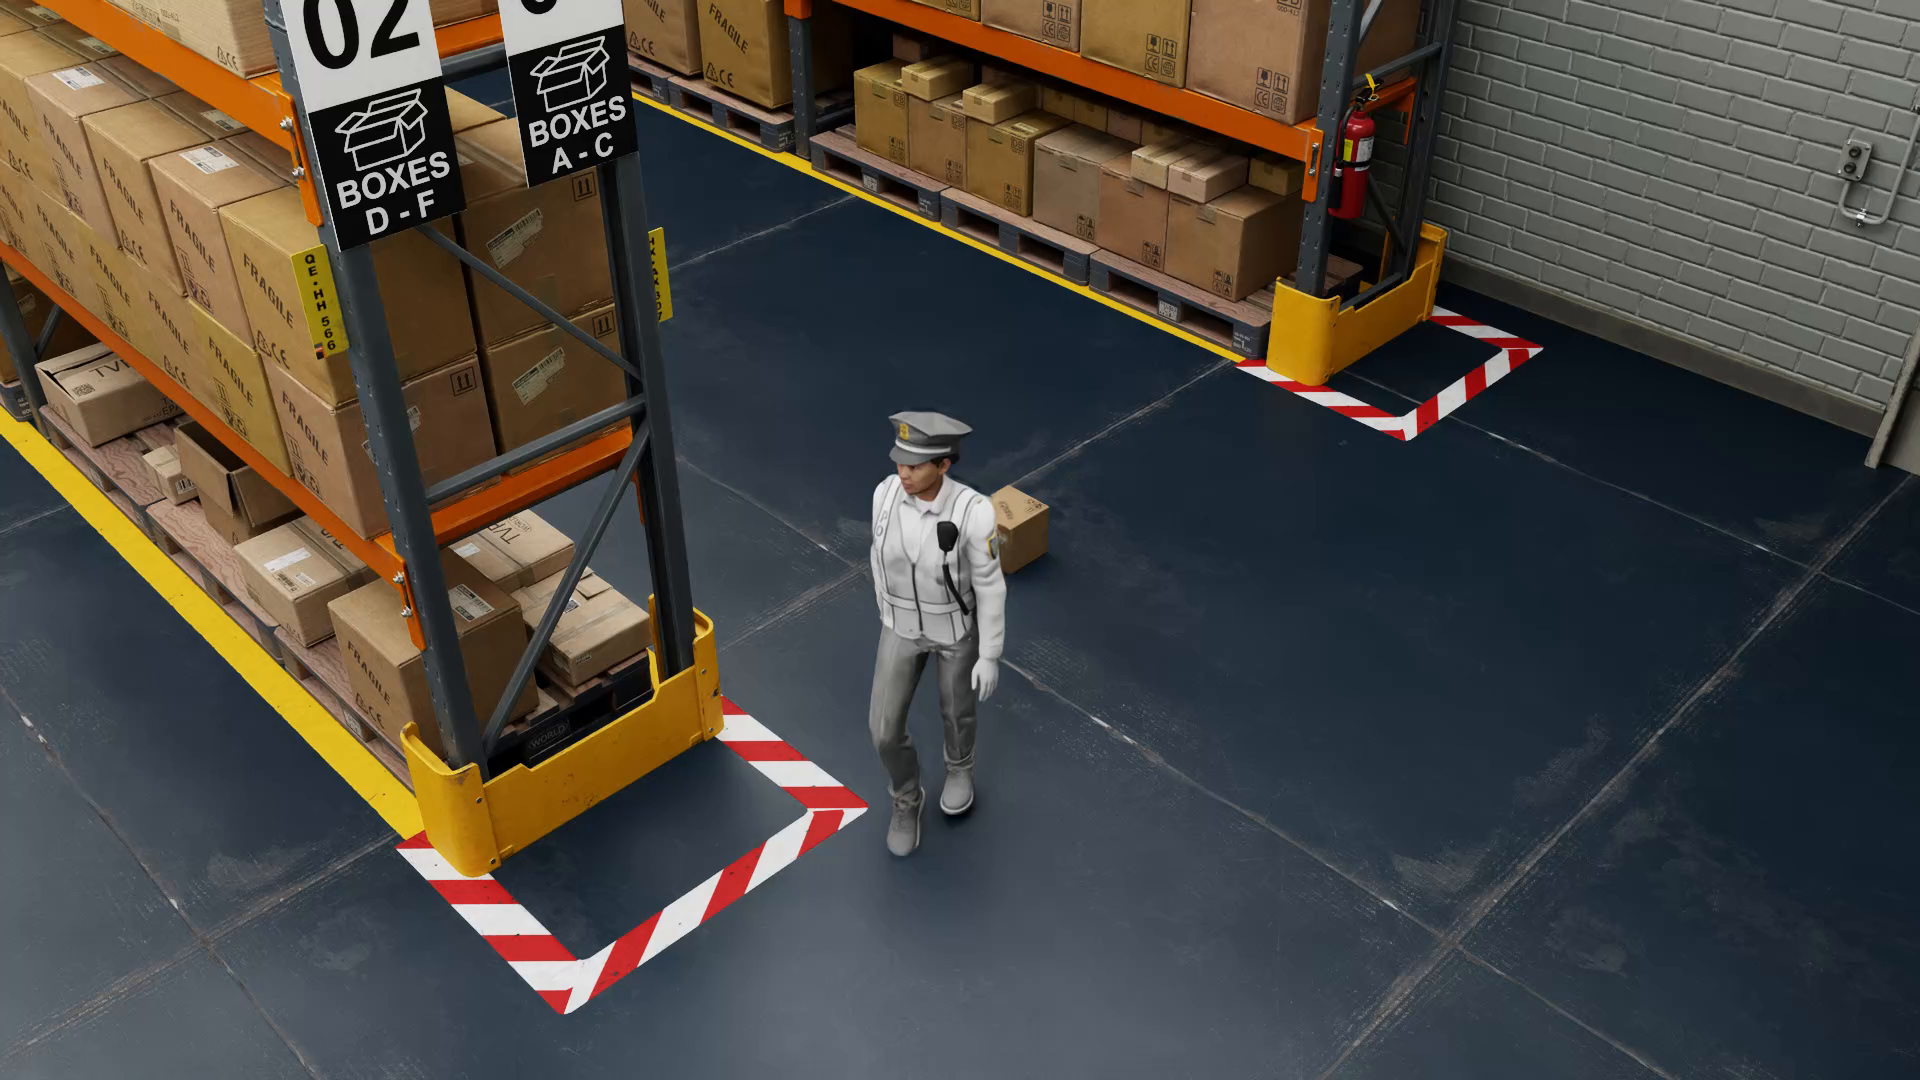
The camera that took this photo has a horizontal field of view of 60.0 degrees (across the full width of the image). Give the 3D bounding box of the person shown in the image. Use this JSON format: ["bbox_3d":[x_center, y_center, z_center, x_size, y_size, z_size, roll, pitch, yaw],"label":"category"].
[{"bbox_3d":[-0.086,0.336,5.676,0.525,1.742,0.494,10,37,13],"label":"person"}]
